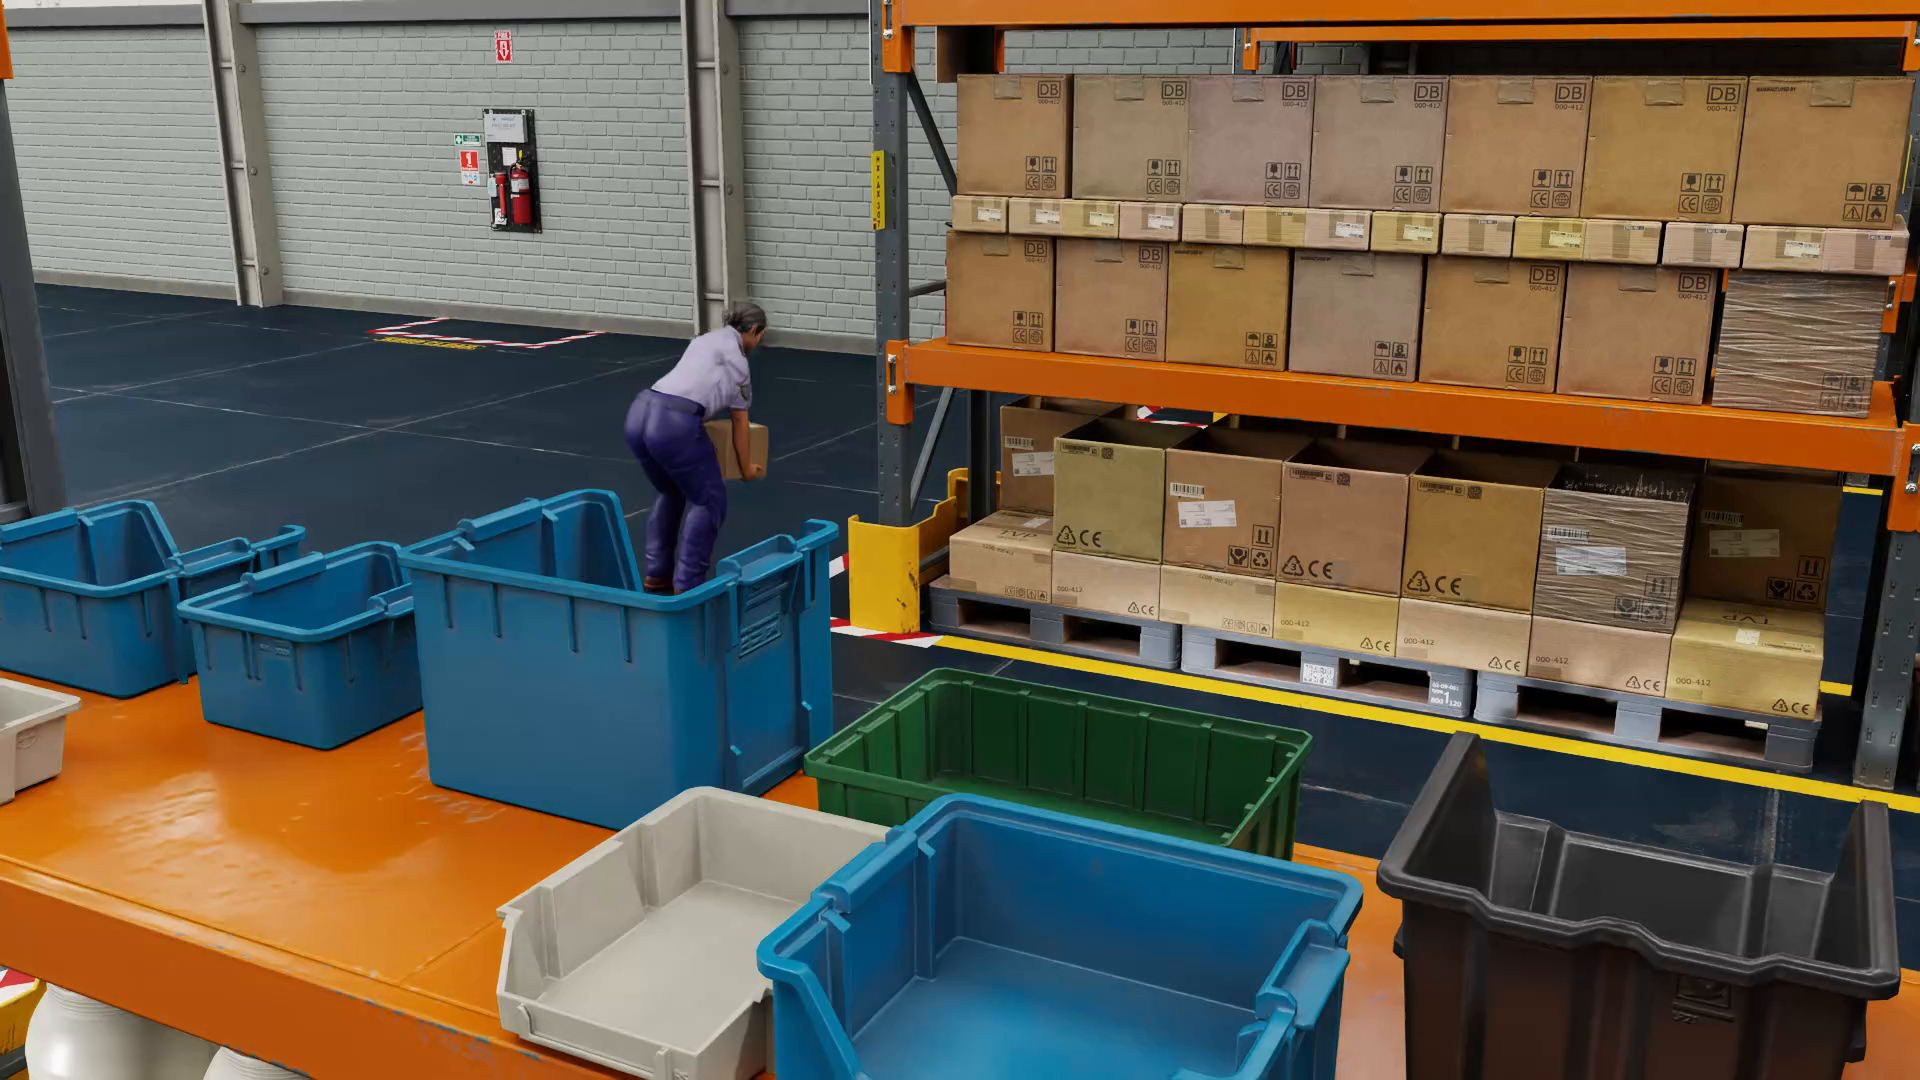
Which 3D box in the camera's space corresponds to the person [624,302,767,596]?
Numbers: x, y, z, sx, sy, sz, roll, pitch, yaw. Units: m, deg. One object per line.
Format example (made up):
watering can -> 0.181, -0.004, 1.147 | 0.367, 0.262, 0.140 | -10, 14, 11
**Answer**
person -> -1.231, -0.435, 8.086 | 0.783, 1.380, 0.451 | -15, 22, -42
